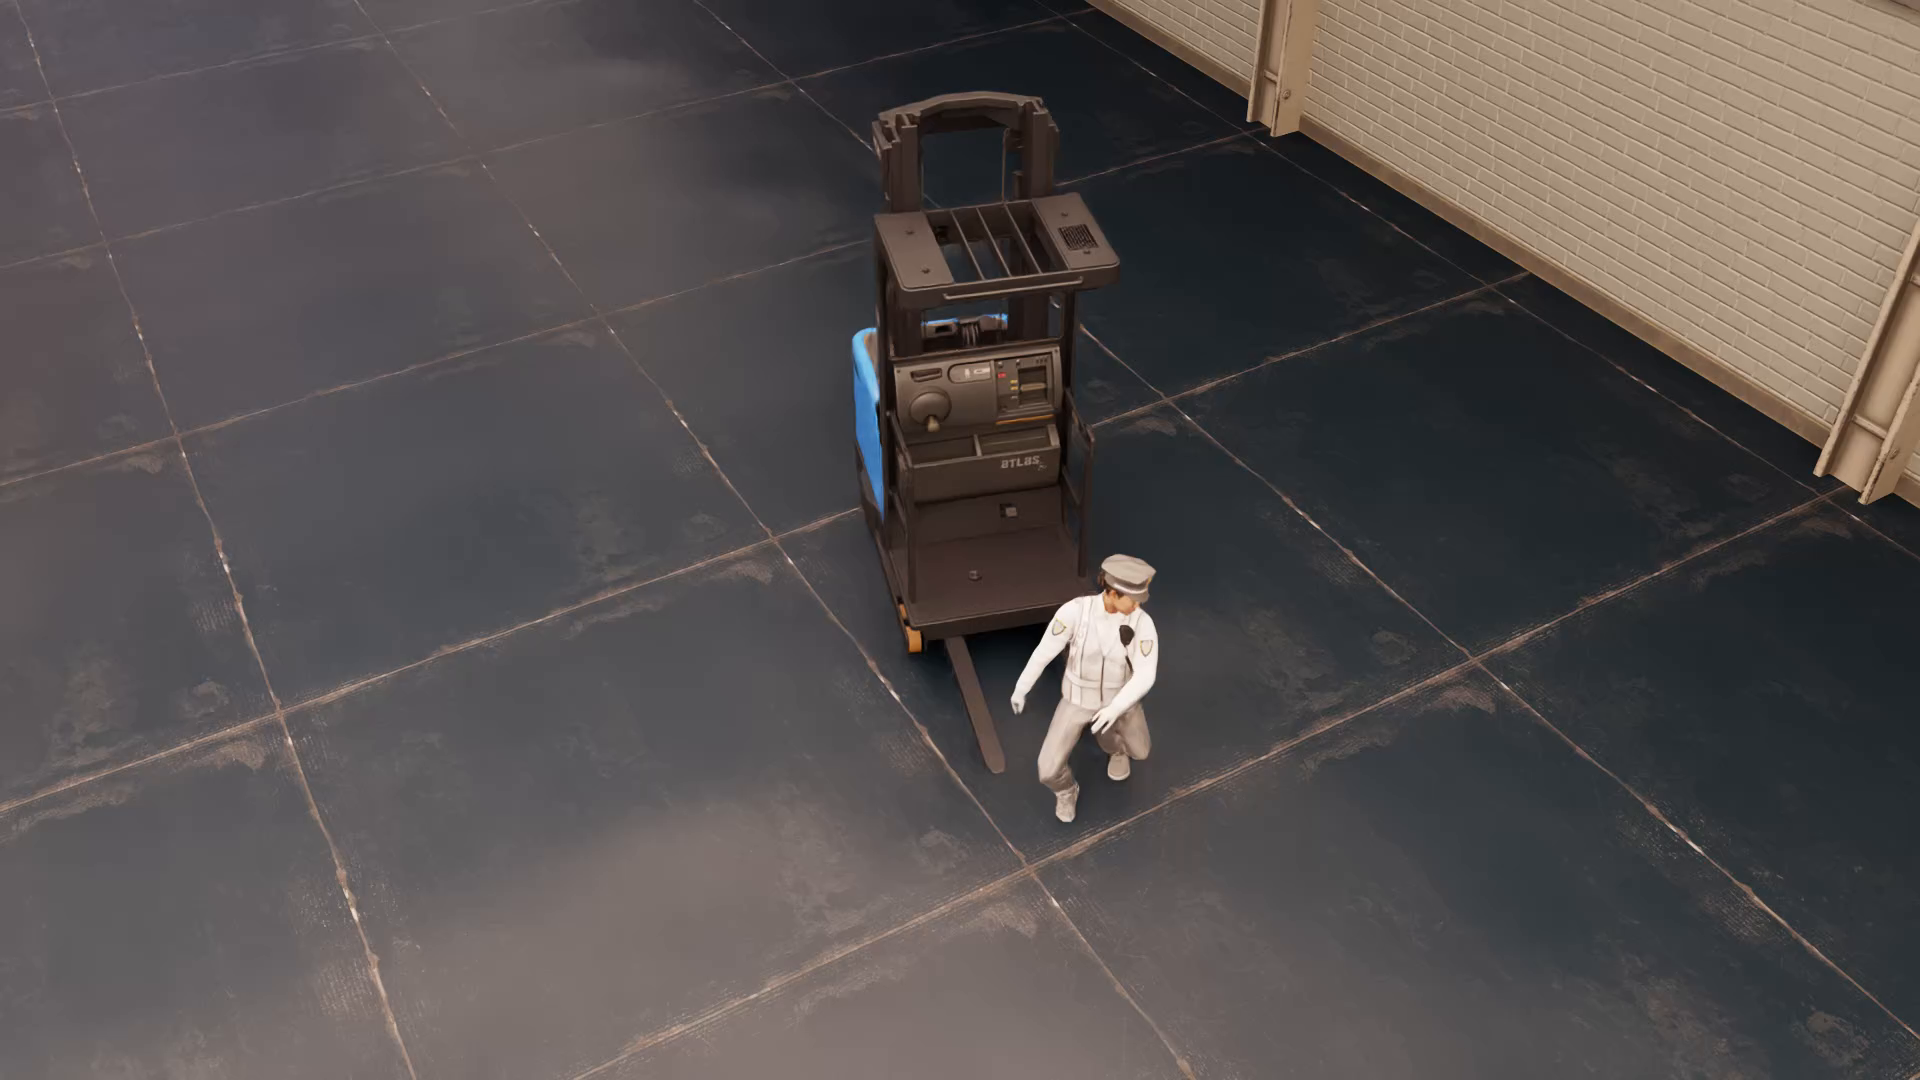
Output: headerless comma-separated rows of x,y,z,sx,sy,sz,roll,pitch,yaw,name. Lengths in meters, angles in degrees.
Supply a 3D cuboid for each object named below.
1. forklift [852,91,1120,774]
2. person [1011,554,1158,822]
0.153,-0.747,8.937,1.130,2.935,3.031,-8,40,-10,forklift
0.616,0.817,8.201,0.725,1.593,0.783,-3,40,-4,person
